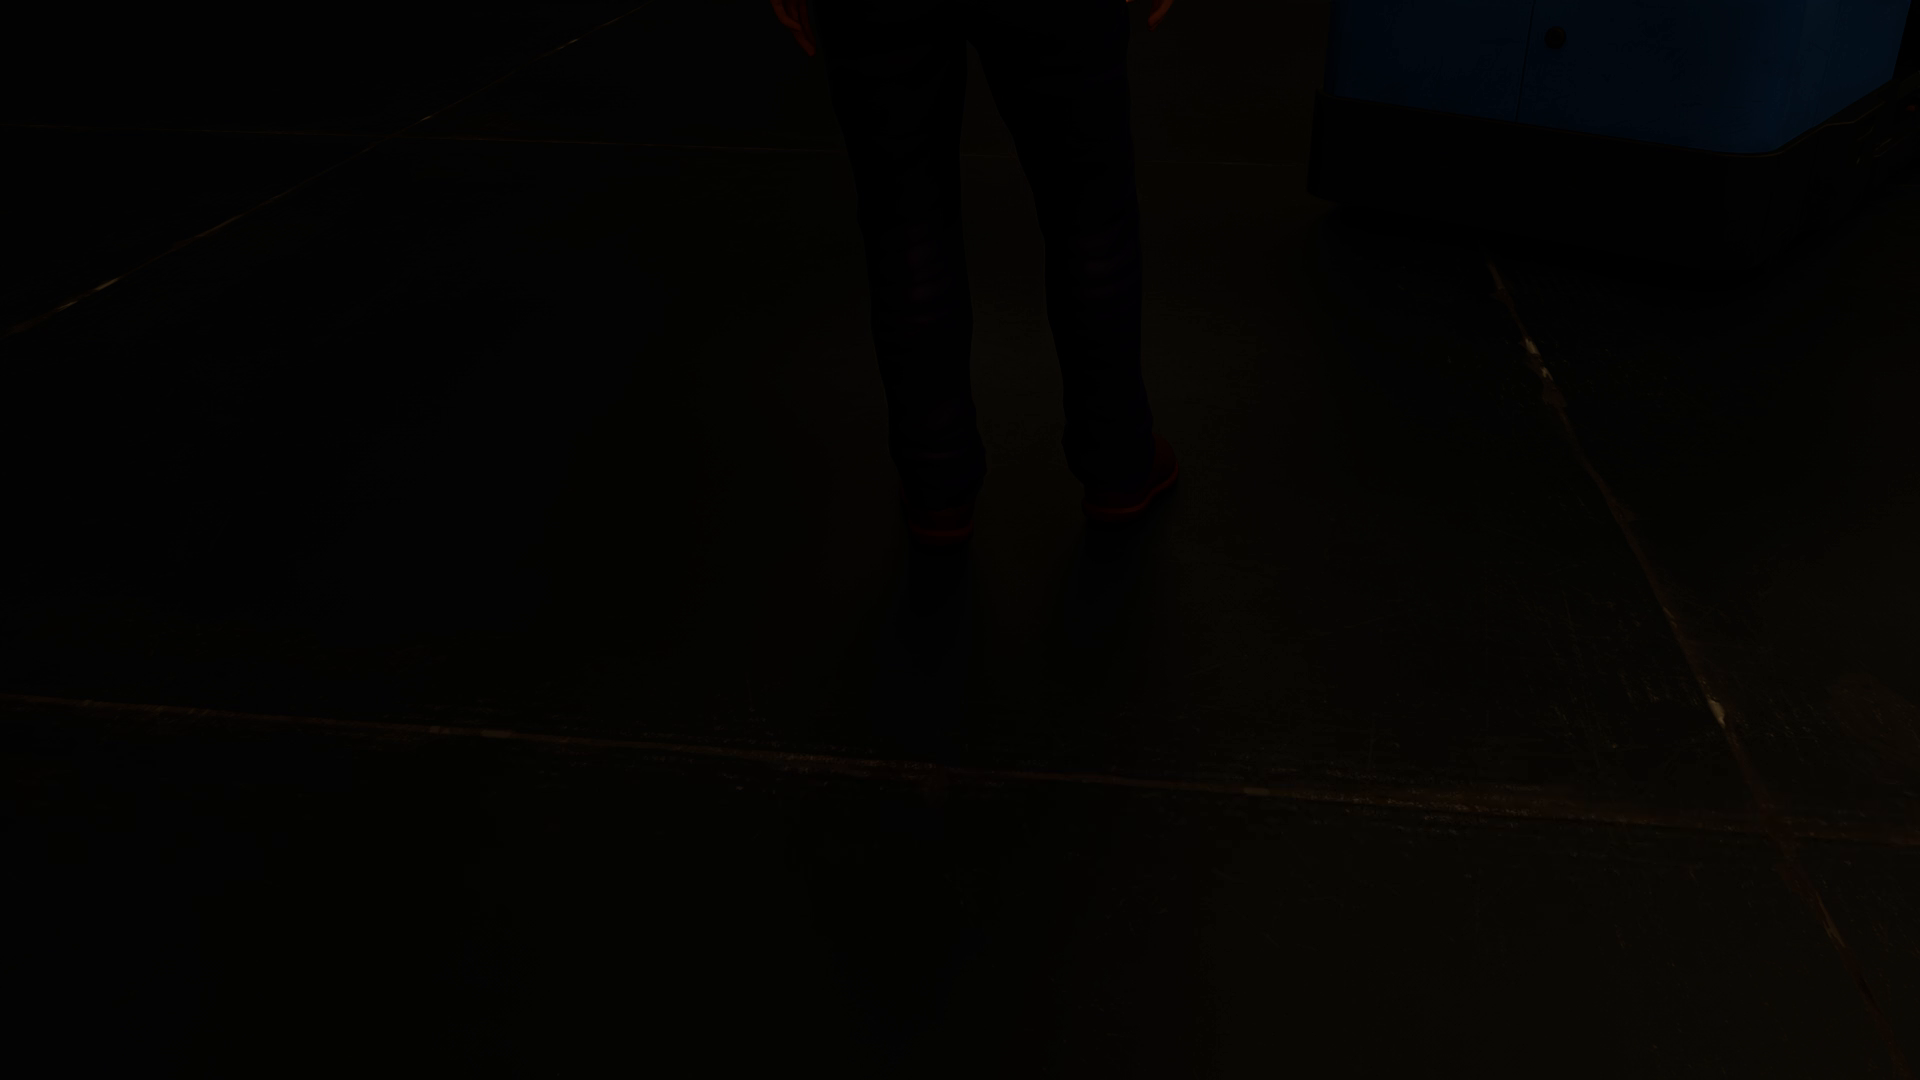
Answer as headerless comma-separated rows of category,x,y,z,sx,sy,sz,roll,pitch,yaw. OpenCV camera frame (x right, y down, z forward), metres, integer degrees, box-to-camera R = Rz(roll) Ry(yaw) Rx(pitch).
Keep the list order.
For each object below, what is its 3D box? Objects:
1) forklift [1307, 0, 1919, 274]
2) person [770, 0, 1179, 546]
forklift,2.166,-2.457,4.142,1.130,2.935,3.031,20,33,35
person,0.035,-0.782,2.206,0.598,1.651,0.502,3,27,7
